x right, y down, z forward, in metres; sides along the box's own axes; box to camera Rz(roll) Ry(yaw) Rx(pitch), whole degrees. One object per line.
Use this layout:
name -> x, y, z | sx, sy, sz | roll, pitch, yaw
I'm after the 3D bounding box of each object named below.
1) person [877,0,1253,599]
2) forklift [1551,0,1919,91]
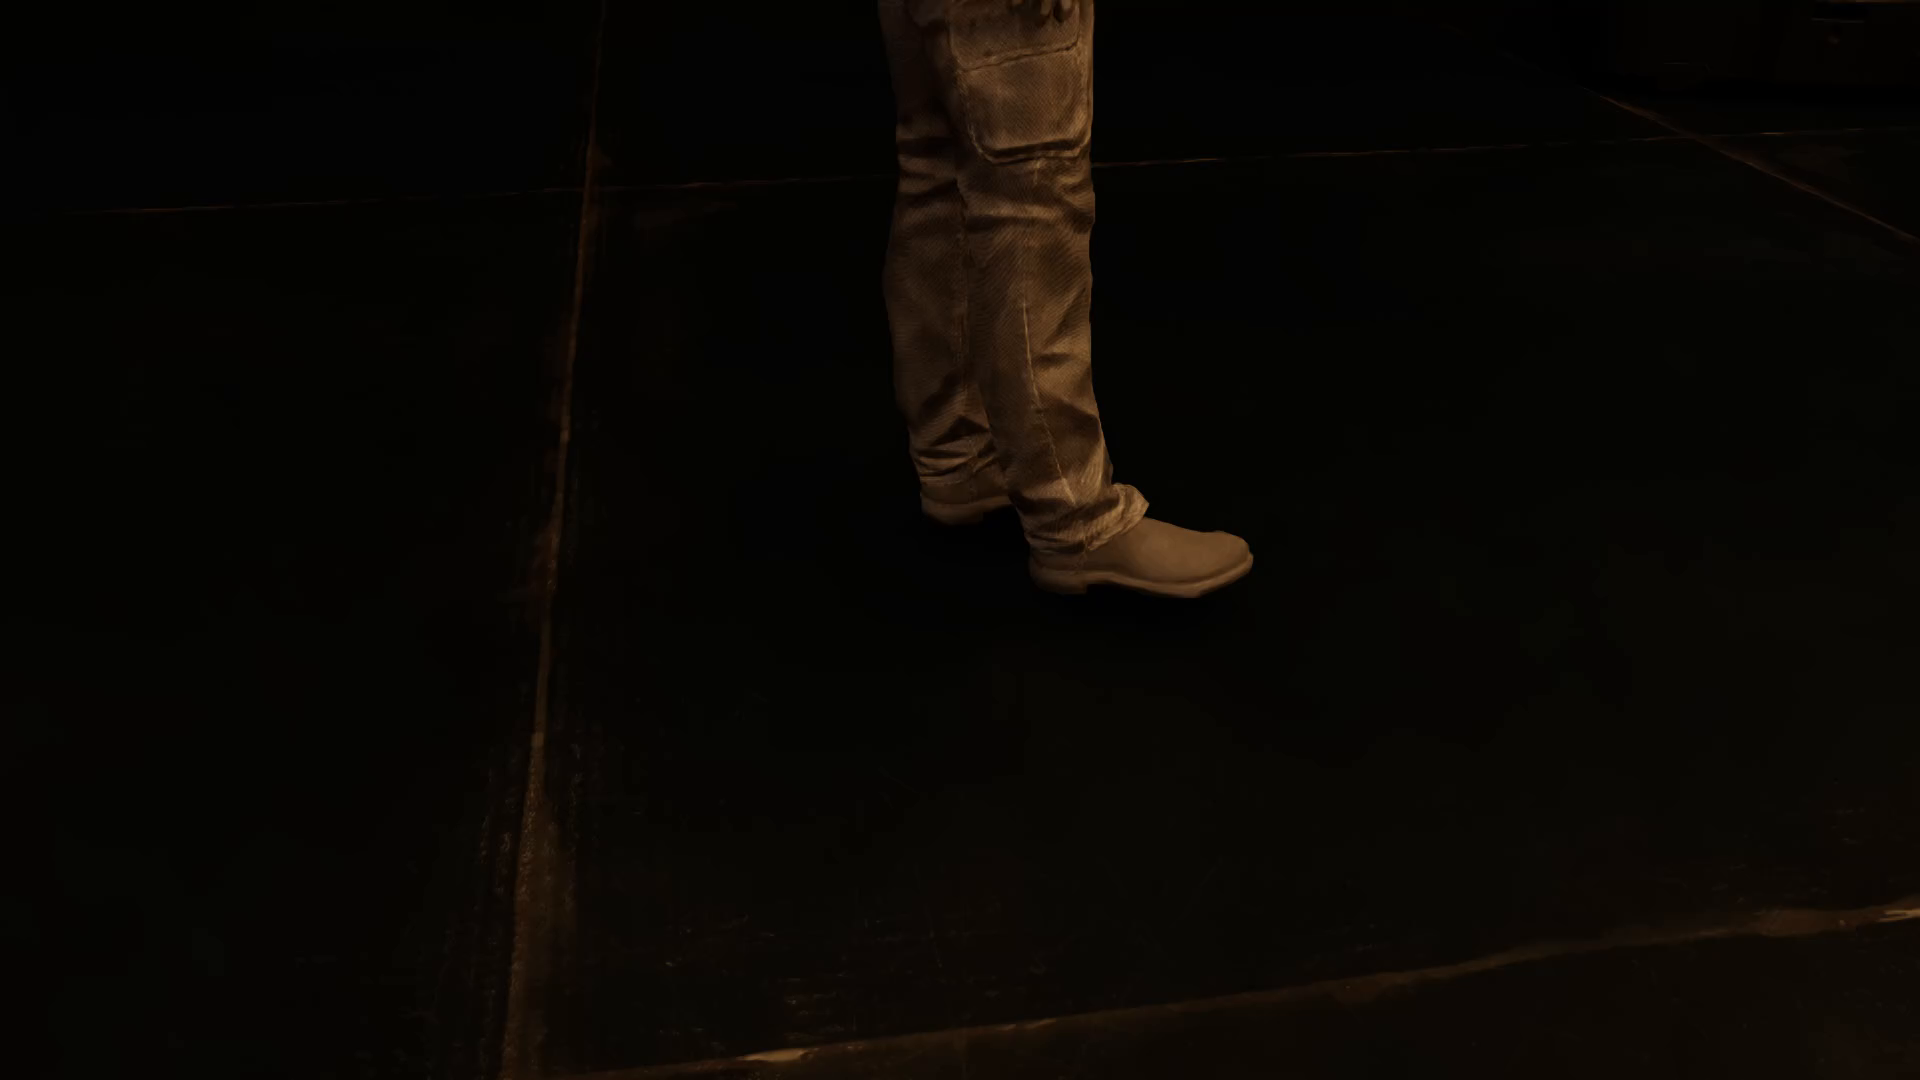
person -> 0.072, -0.831, 2.064 | 0.576, 1.782, 0.655 | -5, 28, -9
forklift -> 3.479, -2.743, 4.543 | 3.031, 2.935, 1.130 | 5, 28, 9
